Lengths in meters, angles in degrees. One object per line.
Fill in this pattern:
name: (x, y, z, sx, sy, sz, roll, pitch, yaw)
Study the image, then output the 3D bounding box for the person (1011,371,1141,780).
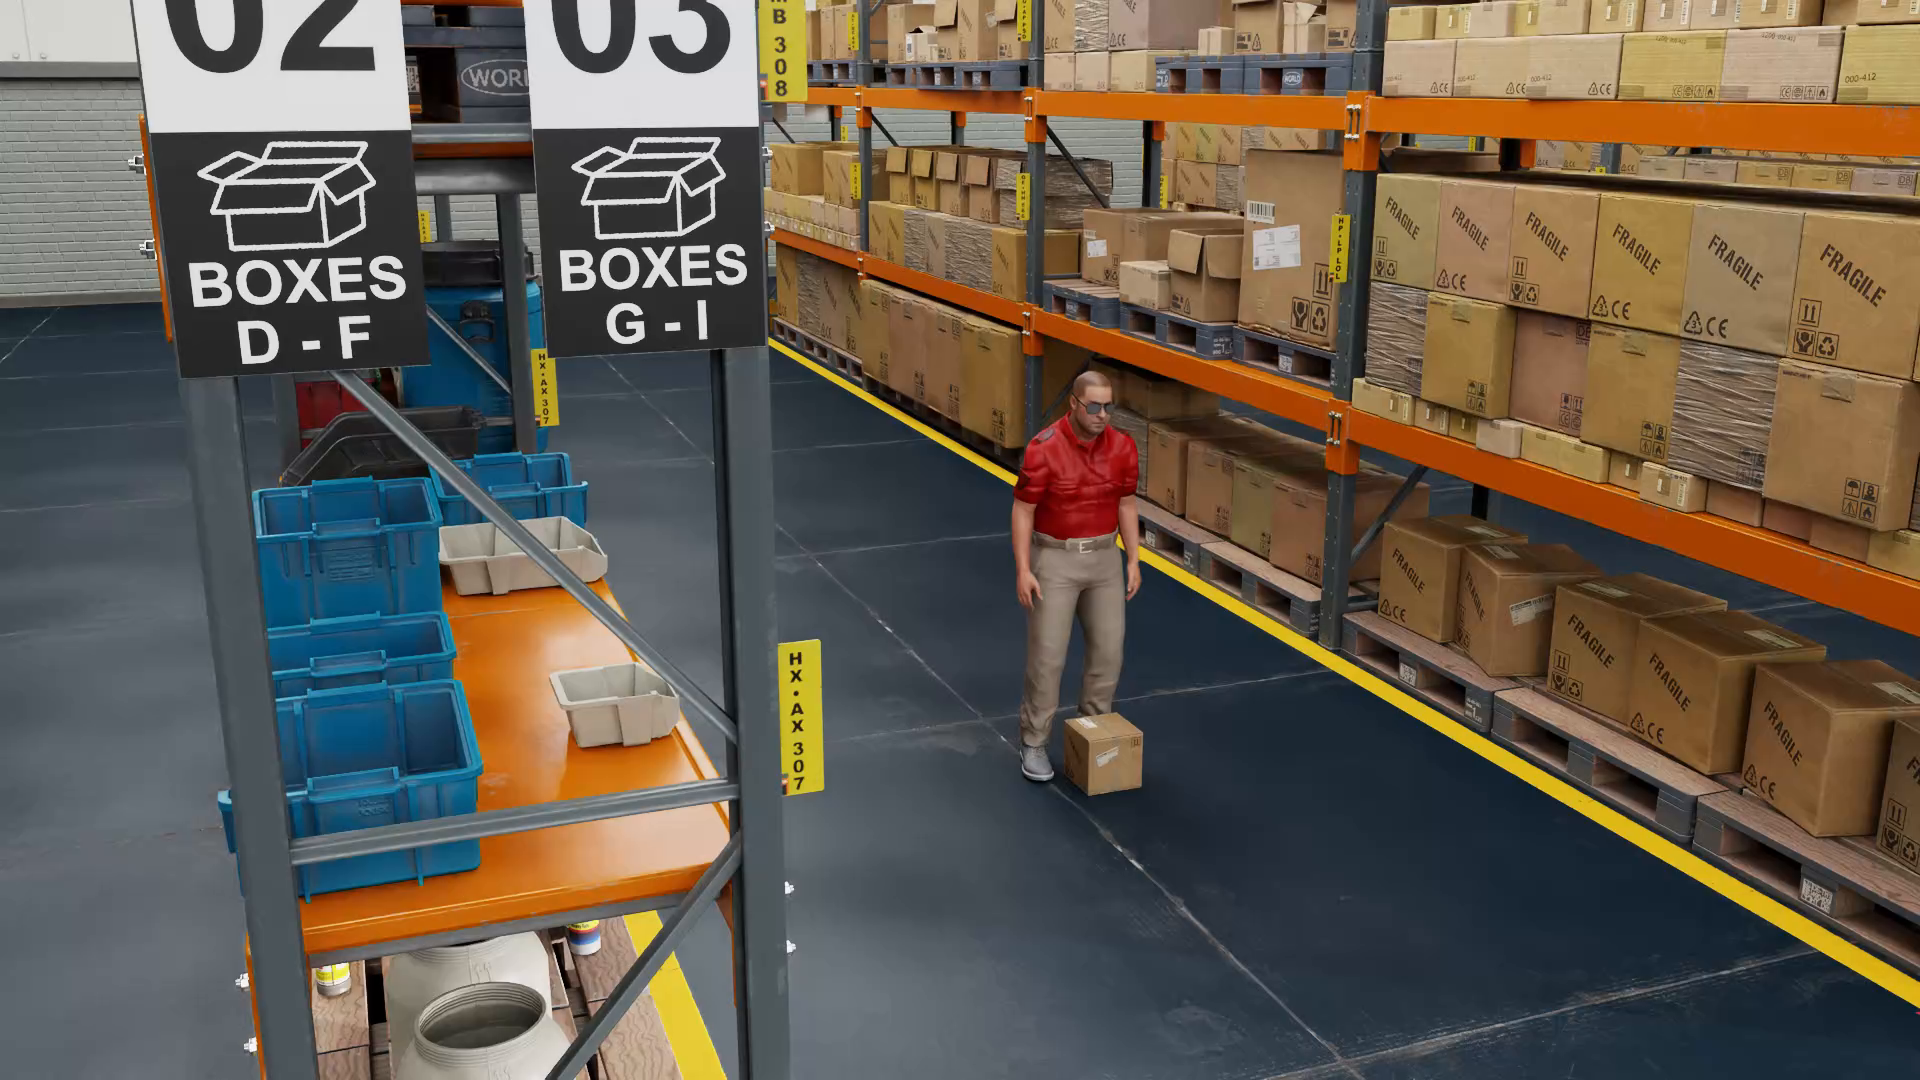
person: (0.503, 0.131, 7.078, 0.585, 1.726, 0.396, -6, 17, -20)
